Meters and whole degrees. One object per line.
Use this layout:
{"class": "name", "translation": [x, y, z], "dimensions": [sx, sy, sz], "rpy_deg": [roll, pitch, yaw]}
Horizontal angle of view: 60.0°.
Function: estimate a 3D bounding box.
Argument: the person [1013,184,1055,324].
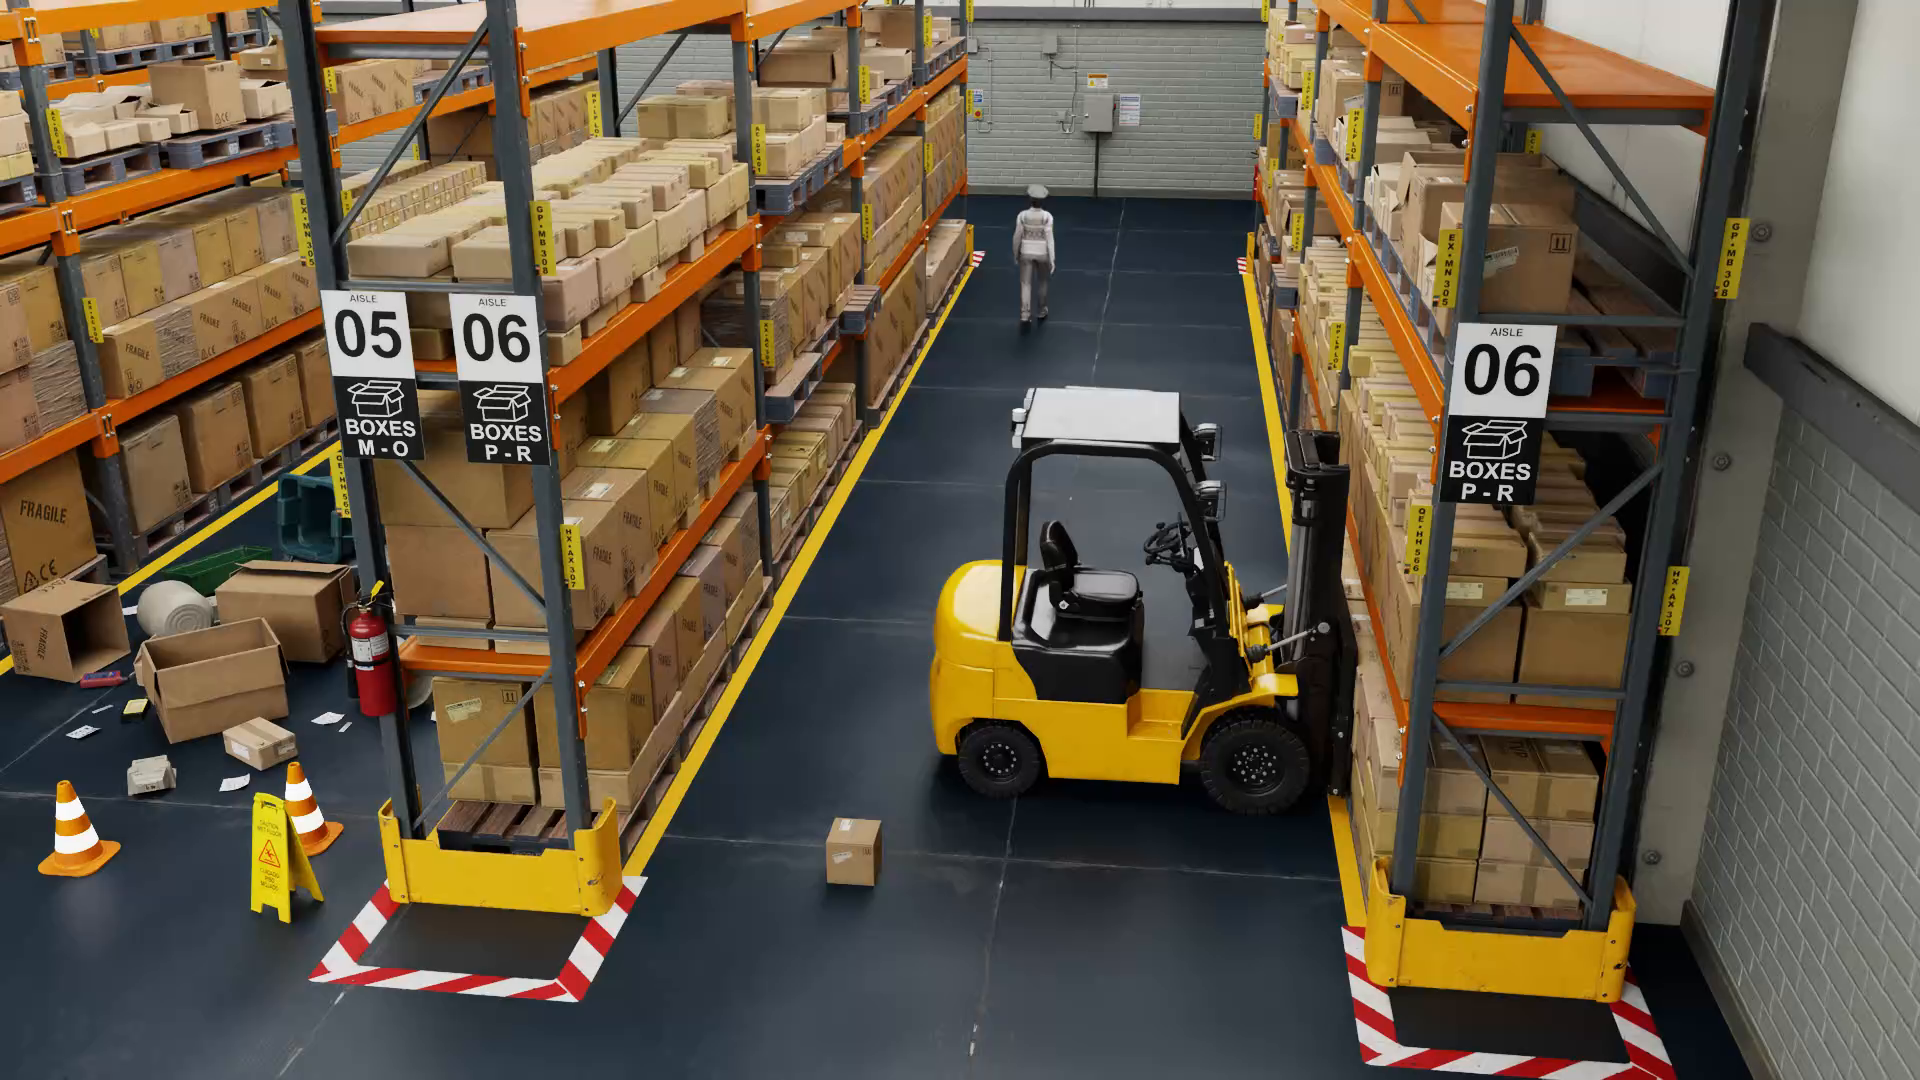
{"class": "person", "translation": [0.878, -3.396, 19.745], "dimensions": [0.507, 1.644, 0.954], "rpy_deg": [2, 21, 5]}
